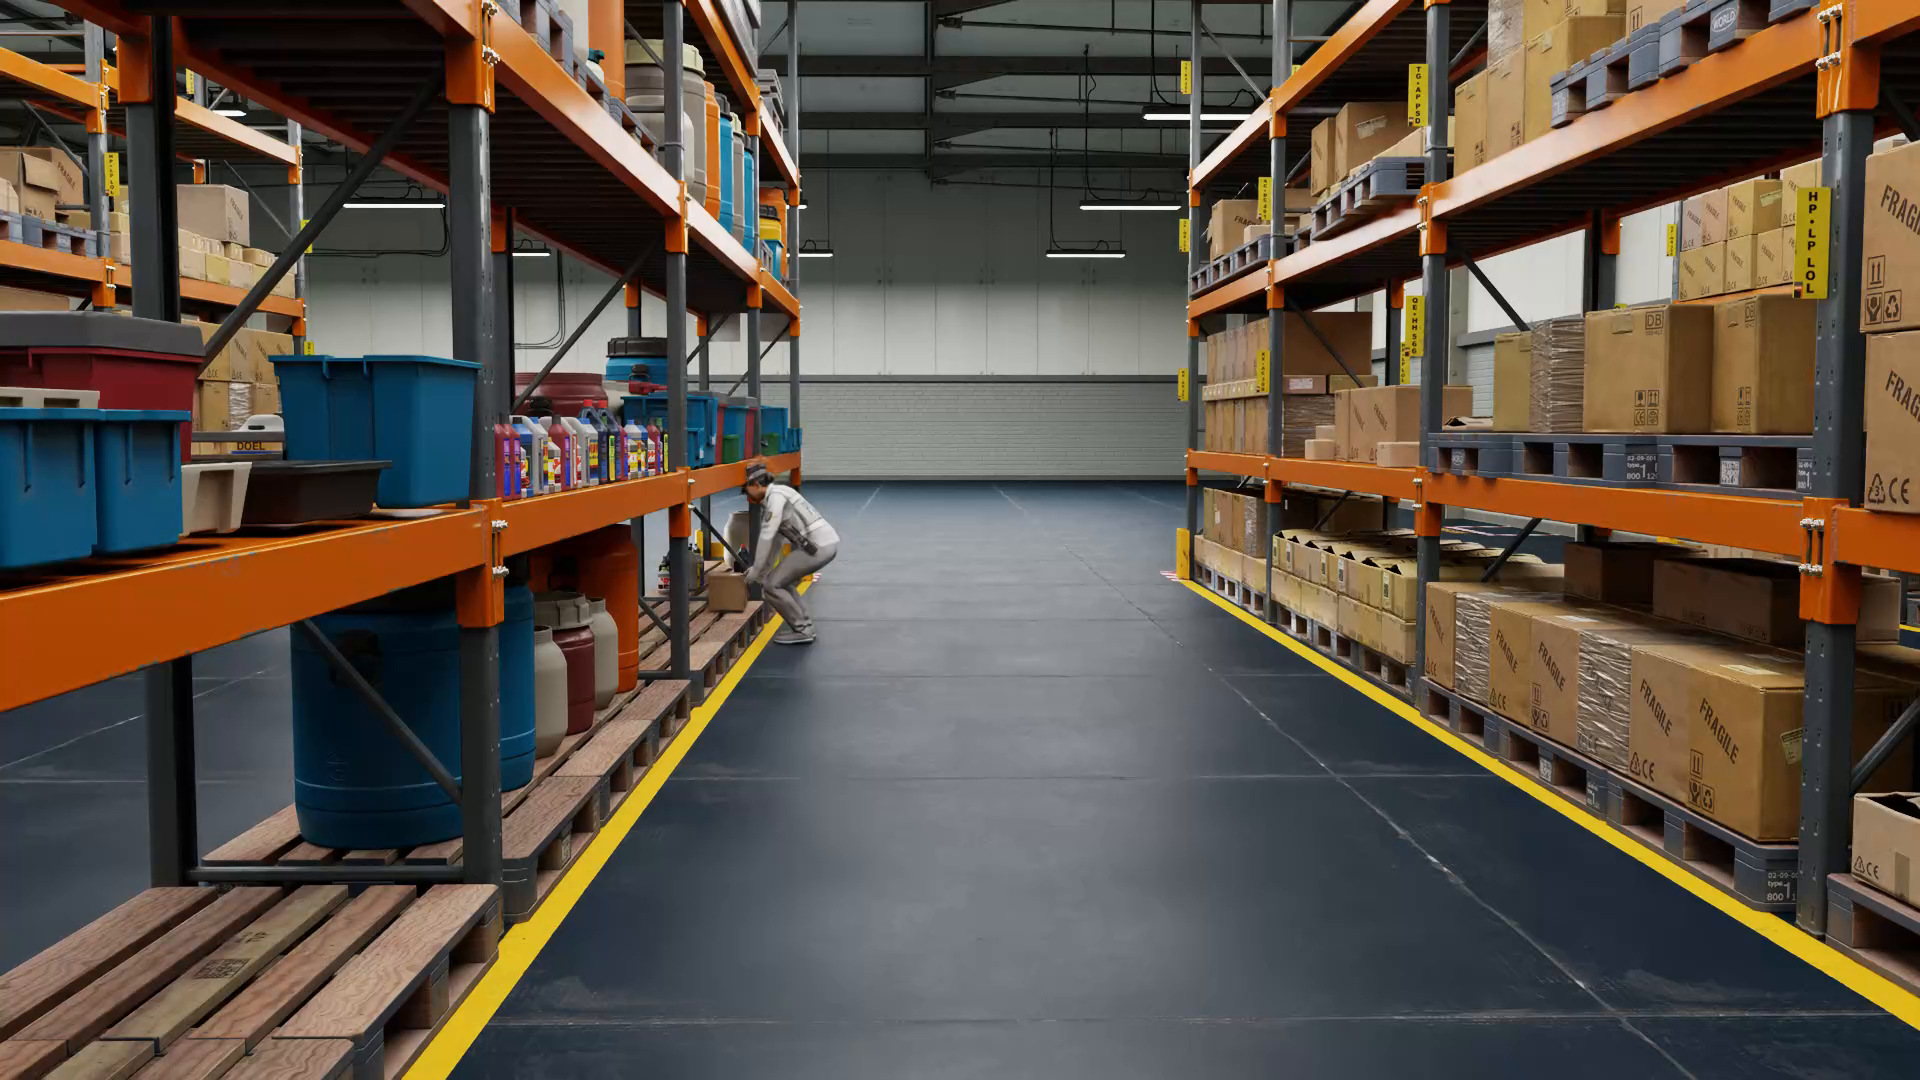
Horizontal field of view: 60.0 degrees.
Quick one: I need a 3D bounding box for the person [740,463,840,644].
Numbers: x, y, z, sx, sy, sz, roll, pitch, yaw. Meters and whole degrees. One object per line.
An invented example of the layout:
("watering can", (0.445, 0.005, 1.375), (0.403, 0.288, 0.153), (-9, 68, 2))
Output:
("person", (-1.248, 0.093, 11.923), (0.749, 1.295, 0.534), (1, 4, 8))
